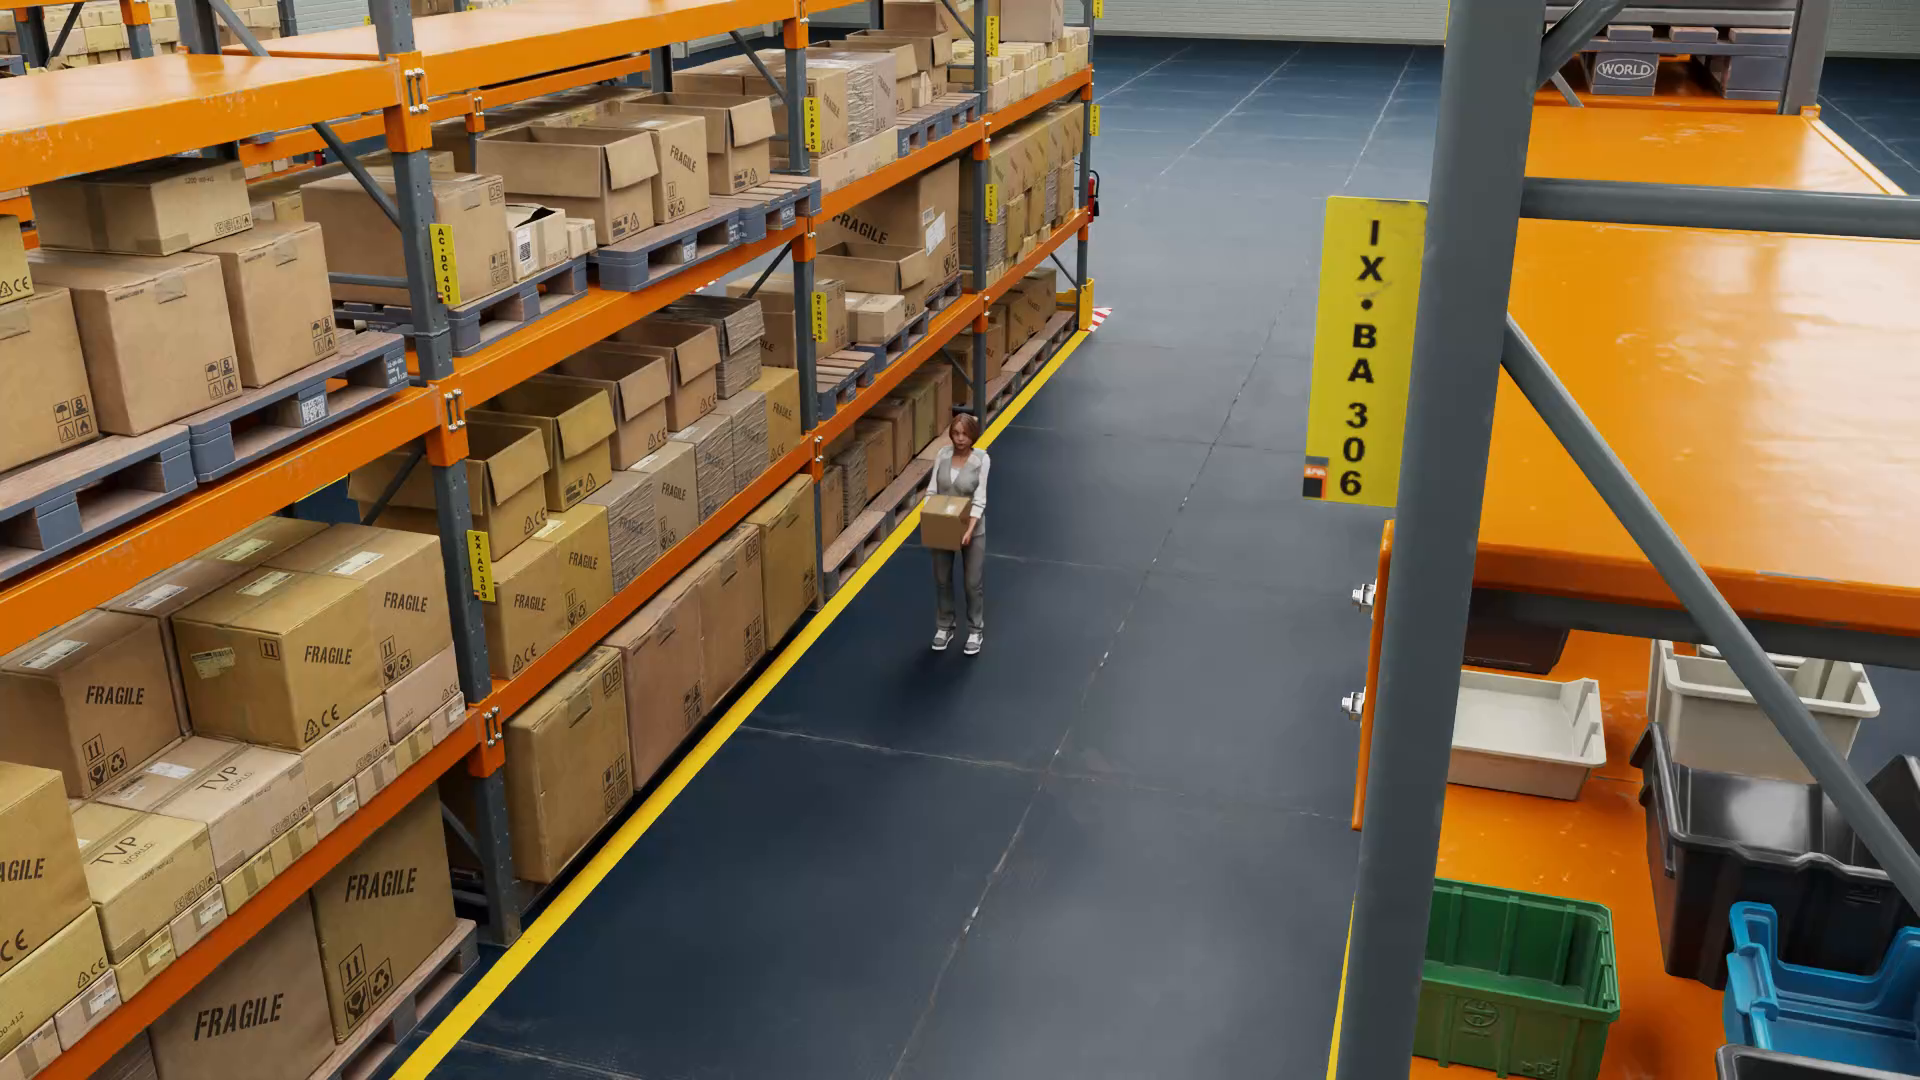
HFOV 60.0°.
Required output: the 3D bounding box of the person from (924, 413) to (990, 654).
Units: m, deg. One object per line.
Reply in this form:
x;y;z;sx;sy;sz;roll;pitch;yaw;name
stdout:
-0.033;-0.014;10.646;0.404;1.593;0.494;7;23;17;person
